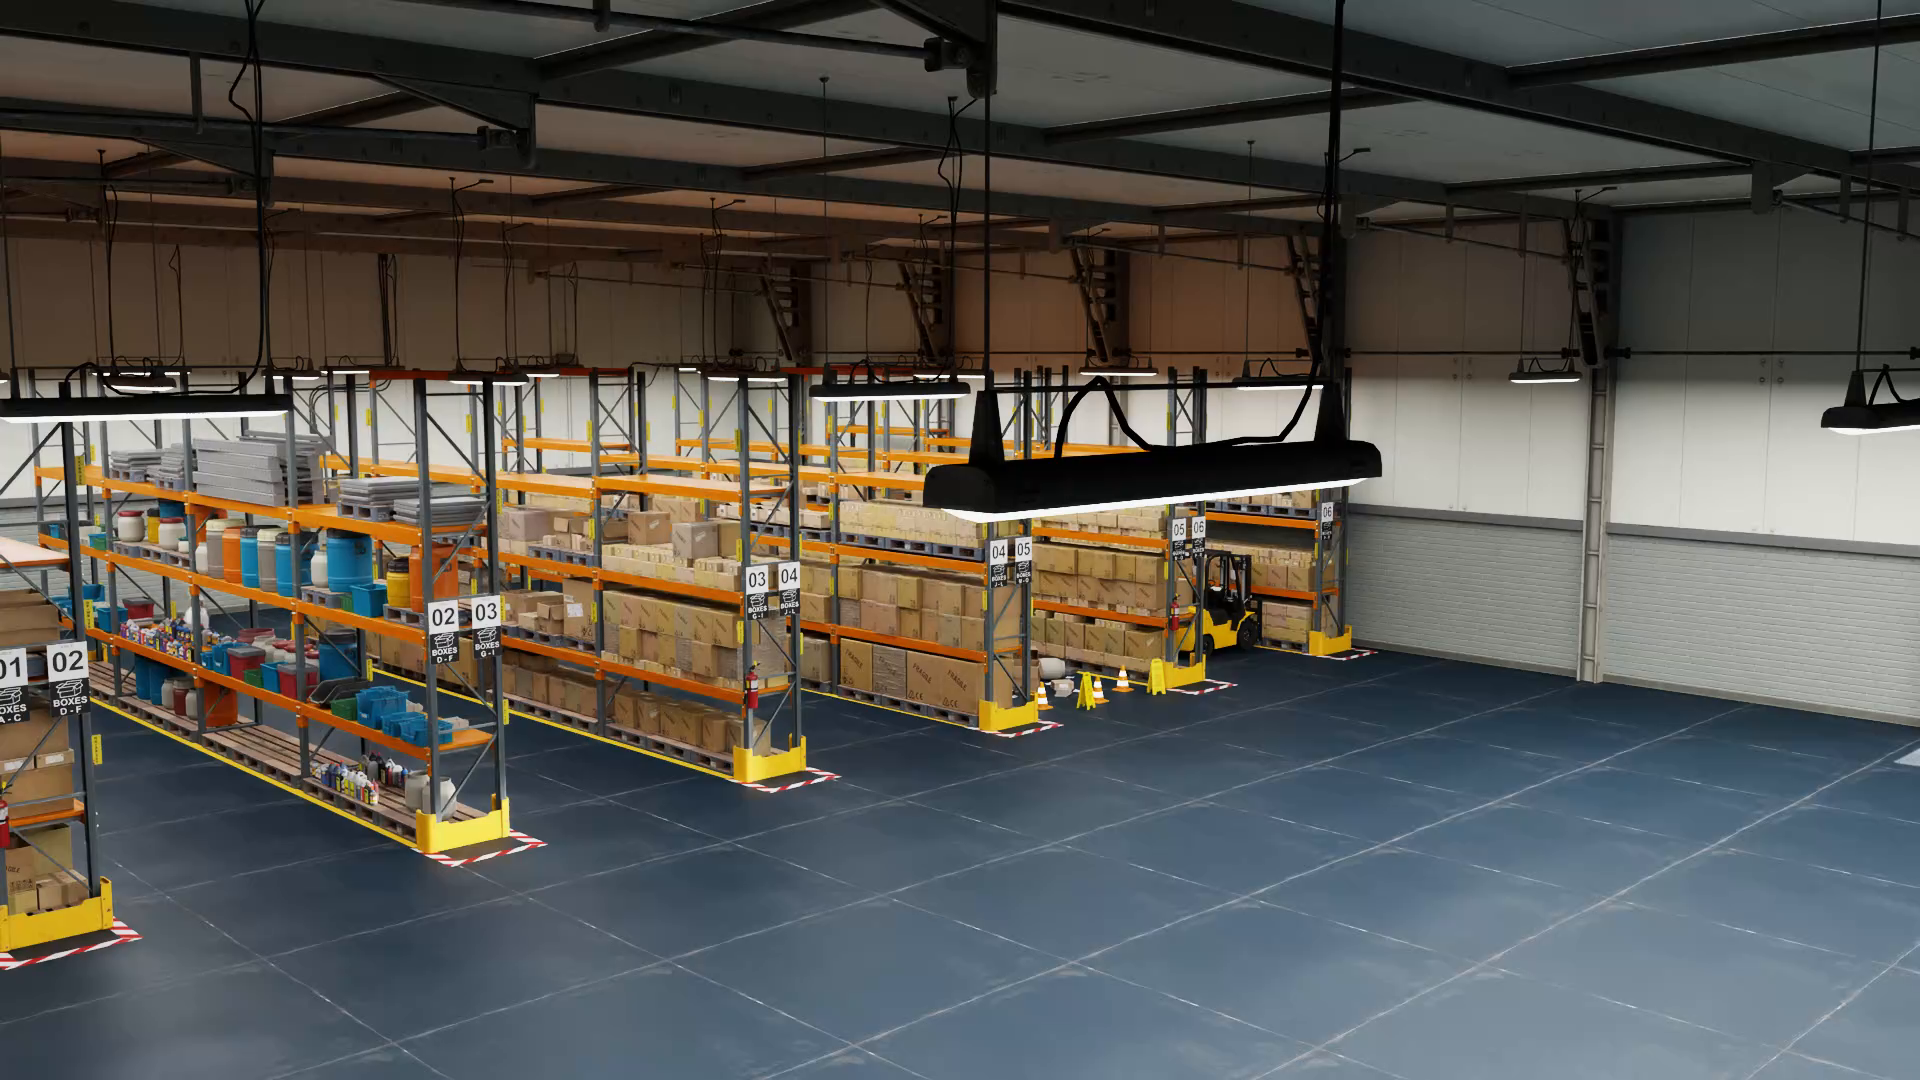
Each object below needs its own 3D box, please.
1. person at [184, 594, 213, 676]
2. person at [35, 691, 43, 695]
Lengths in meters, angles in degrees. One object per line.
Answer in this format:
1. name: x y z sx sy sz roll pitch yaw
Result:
1. person: -14.594 1.858 31.874 1.044 1.716 0.780 2 7 14
2. person: -14.813 2.536 26.061 0.811 1.737 0.657 3 7 27
